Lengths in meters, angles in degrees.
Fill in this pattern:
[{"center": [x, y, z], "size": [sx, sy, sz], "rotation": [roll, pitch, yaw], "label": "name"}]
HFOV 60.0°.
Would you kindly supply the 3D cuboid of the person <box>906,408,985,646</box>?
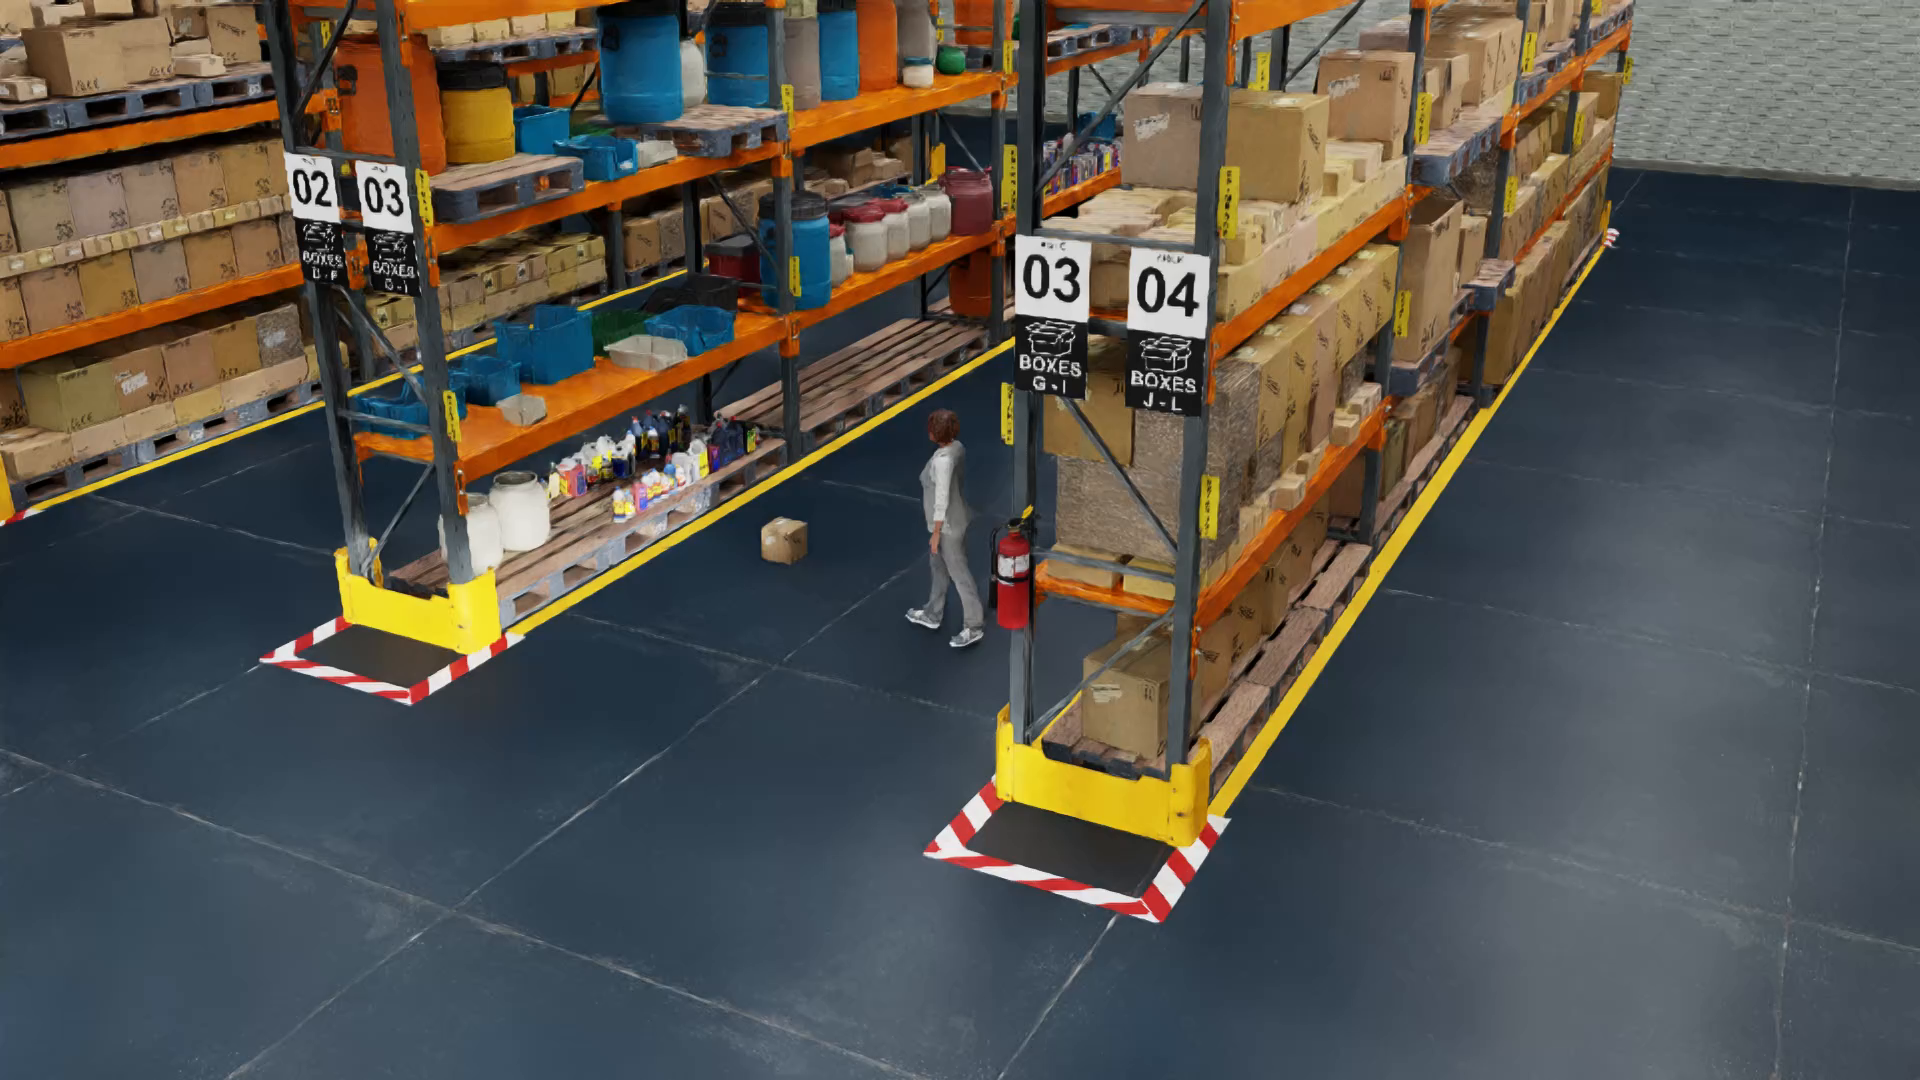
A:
[{"center": [-0.105, -0.113, 10.959], "size": [0.576, 1.582, 0.543], "rotation": [3, 23, 7], "label": "person"}]
